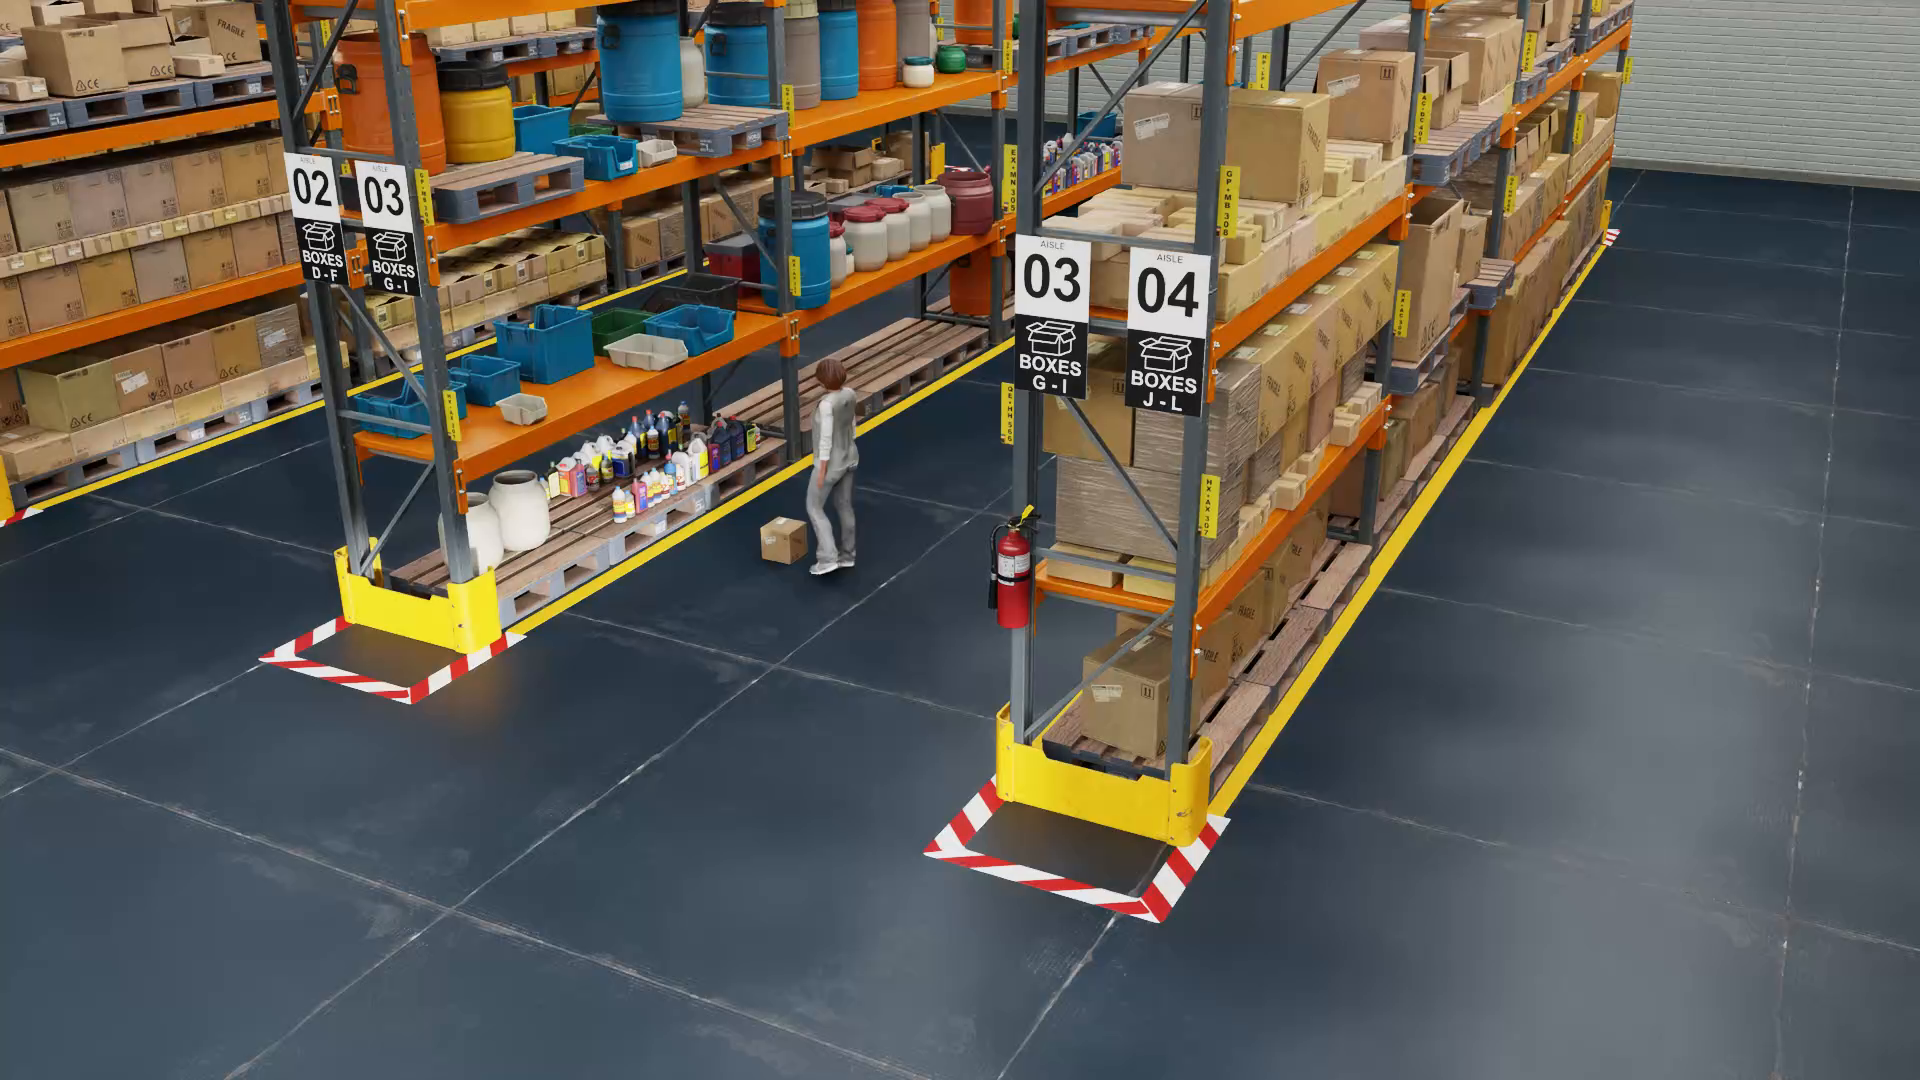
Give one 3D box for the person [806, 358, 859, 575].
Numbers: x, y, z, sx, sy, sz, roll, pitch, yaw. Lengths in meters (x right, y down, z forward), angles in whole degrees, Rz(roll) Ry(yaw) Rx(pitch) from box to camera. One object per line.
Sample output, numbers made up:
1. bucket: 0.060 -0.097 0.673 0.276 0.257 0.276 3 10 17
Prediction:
1. person: -0.899 -0.534 11.978 0.322 1.616 0.451 14 27 30
